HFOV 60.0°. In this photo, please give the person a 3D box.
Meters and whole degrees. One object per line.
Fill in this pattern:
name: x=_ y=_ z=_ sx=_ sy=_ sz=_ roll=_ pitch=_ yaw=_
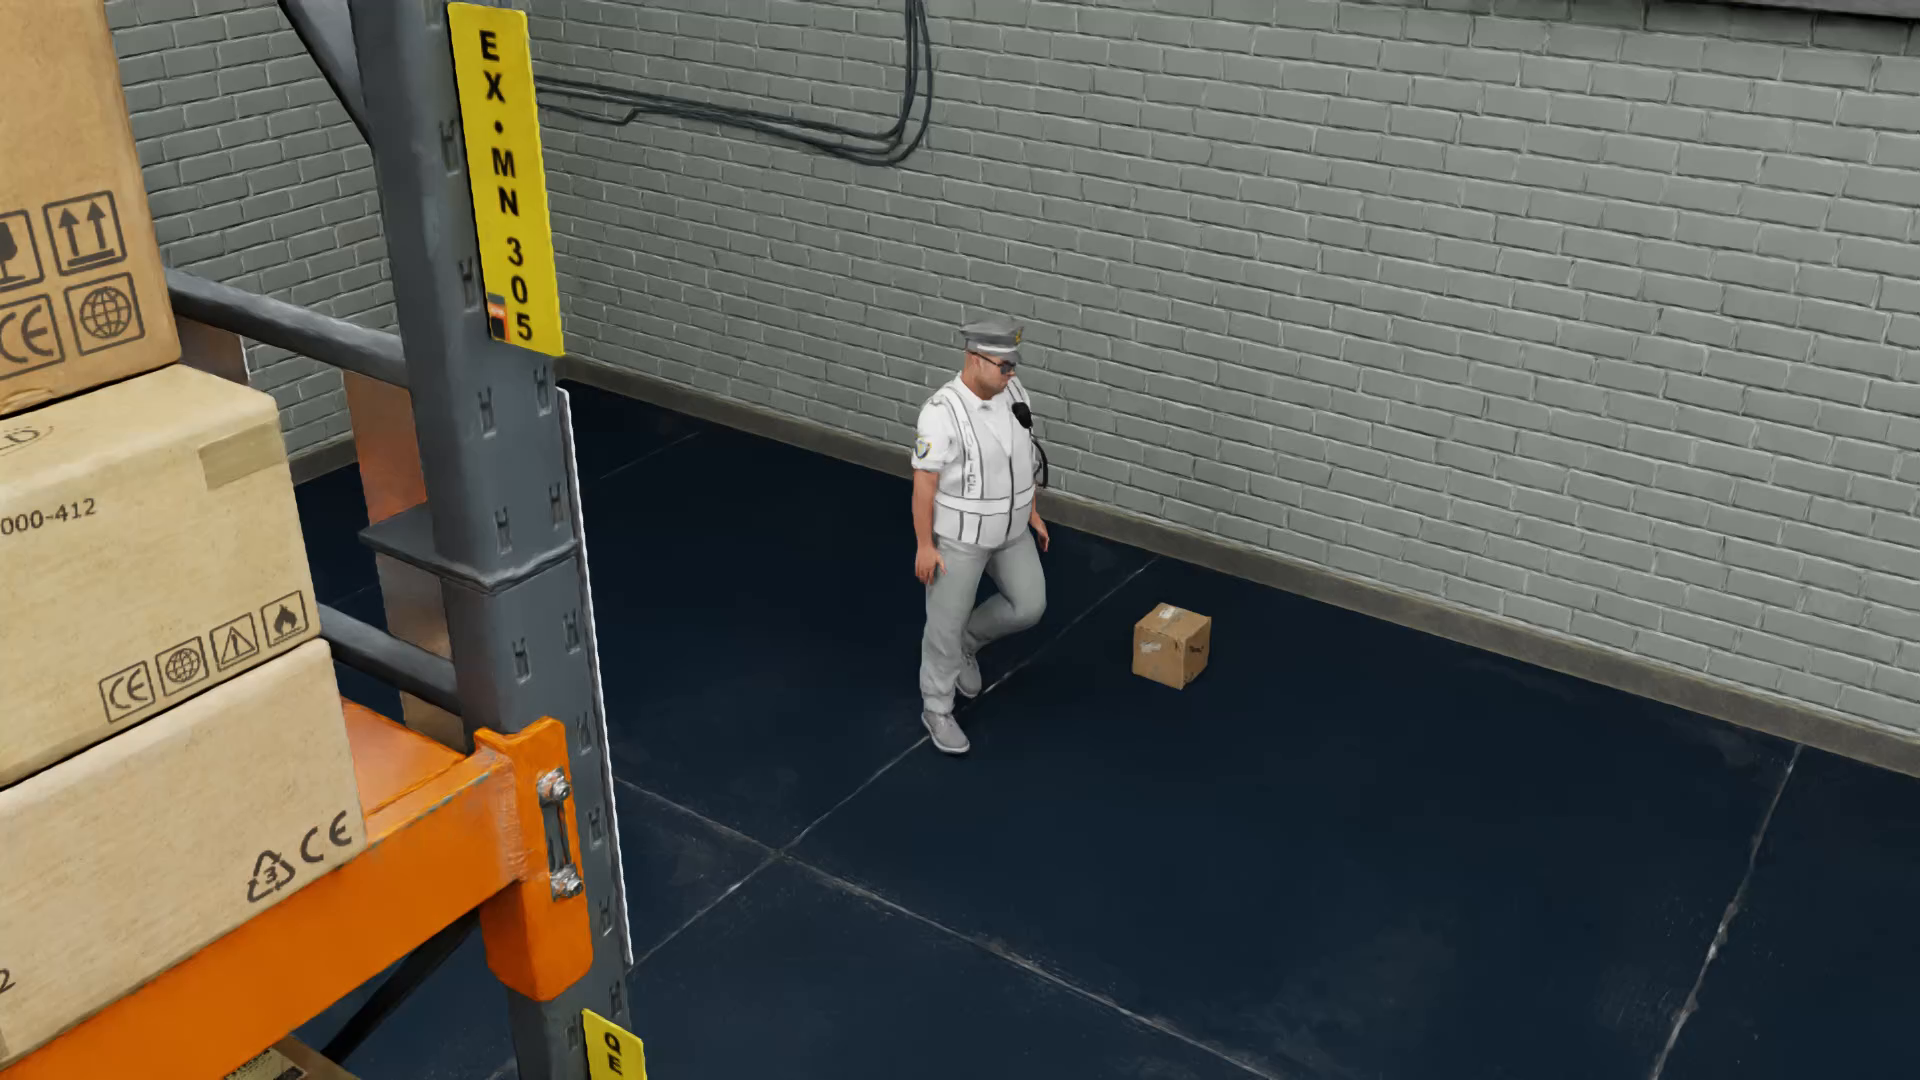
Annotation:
person: x=0.048 y=-0.060 z=6.700 sx=0.614 sy=1.741 sz=0.512 roll=-21 pitch=33 yaw=-35
